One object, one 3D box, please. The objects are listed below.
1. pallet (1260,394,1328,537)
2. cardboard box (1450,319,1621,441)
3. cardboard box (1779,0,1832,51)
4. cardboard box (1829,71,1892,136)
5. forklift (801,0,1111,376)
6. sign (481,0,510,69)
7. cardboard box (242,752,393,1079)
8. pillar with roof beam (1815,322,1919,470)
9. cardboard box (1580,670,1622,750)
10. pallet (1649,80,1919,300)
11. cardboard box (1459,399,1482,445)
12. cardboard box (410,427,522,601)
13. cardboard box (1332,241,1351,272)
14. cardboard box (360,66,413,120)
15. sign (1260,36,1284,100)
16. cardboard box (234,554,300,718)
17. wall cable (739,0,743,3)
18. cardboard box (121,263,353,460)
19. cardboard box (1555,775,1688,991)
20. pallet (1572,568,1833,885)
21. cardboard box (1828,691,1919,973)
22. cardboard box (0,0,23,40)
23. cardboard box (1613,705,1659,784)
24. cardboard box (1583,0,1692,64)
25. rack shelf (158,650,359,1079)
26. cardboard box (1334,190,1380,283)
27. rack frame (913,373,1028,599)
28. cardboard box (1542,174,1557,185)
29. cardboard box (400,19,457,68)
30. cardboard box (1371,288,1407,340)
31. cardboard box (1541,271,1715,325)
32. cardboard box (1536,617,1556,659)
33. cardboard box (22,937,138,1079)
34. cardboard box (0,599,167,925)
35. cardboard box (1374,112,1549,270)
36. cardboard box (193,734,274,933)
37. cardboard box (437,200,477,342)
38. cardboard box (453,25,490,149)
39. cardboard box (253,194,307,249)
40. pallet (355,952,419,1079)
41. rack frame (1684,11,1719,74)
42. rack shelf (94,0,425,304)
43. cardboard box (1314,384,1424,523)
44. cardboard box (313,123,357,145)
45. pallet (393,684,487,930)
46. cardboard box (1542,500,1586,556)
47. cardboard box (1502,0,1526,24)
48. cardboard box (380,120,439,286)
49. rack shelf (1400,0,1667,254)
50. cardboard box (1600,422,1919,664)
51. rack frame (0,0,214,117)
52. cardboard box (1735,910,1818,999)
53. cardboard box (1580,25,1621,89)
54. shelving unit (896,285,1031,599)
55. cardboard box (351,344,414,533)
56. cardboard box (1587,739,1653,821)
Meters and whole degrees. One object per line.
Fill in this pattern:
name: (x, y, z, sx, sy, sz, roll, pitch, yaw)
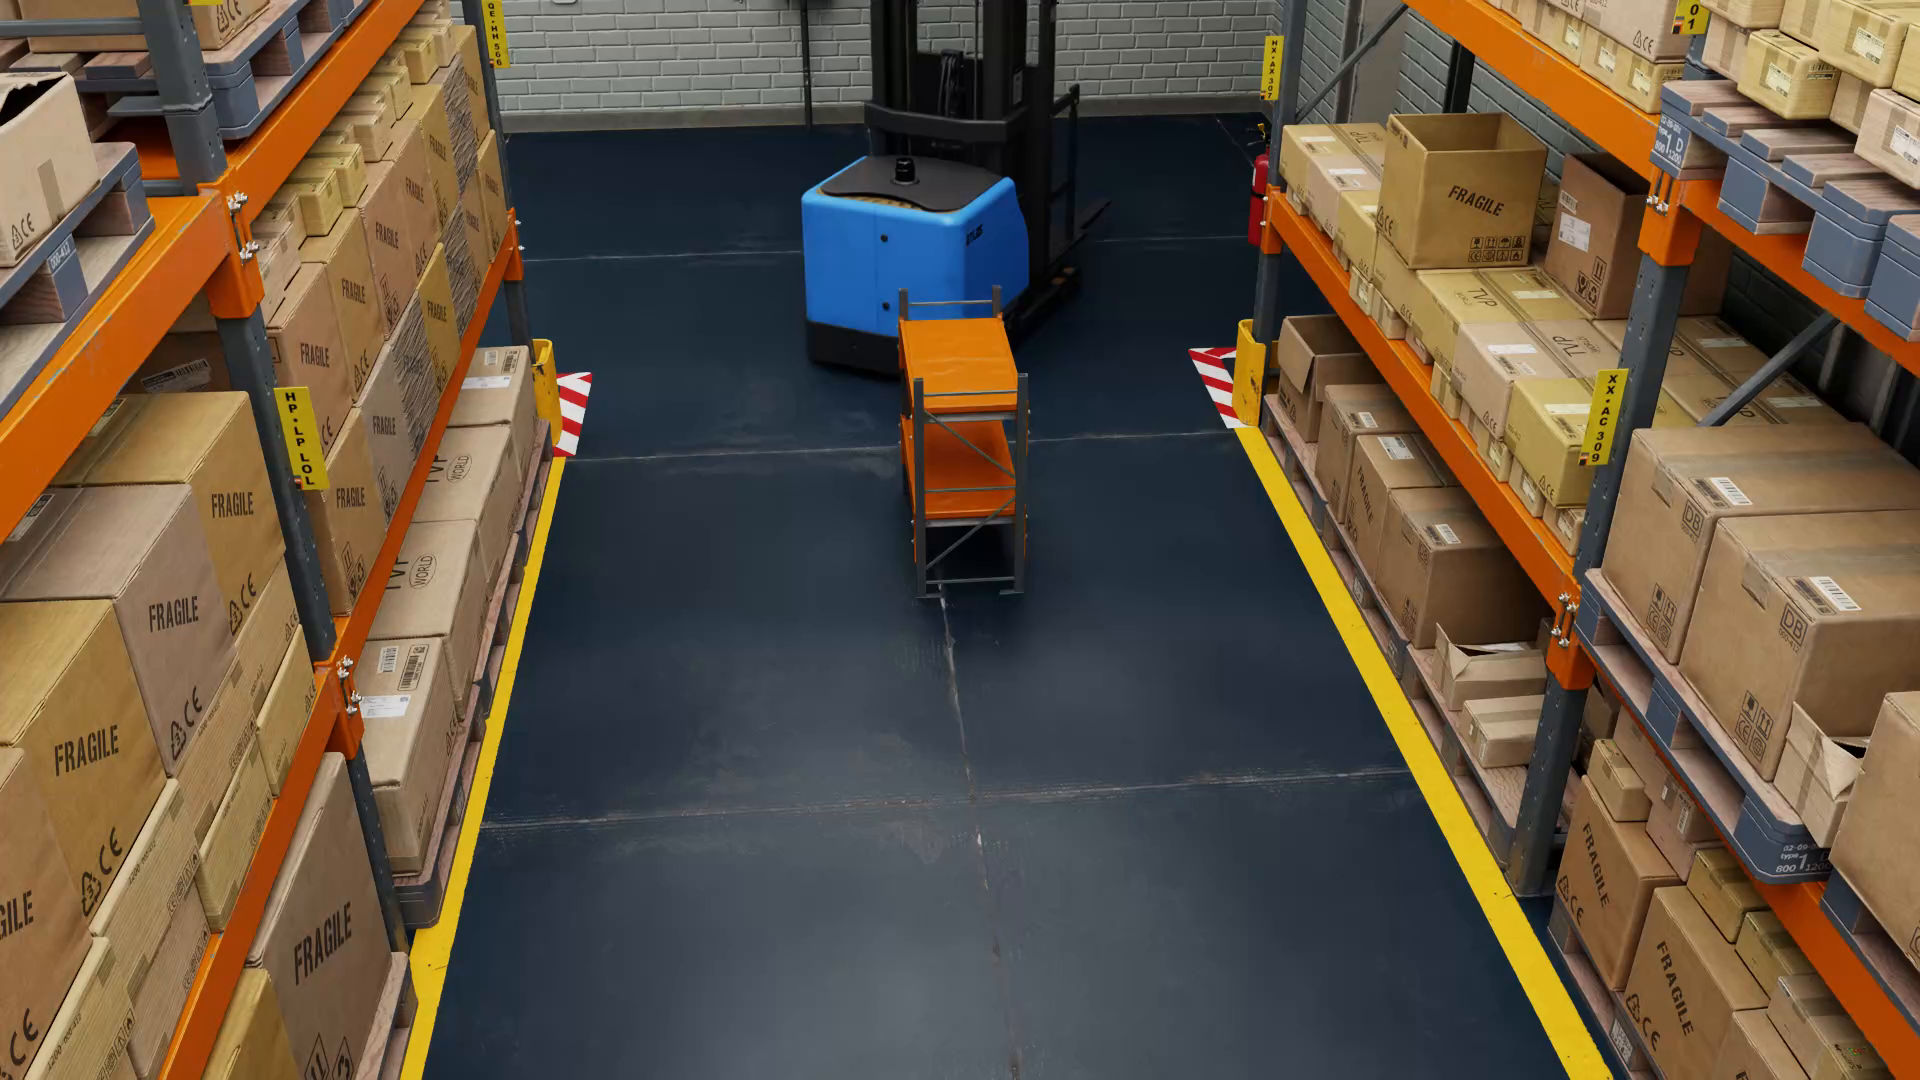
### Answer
pallet: (2.227, -0.432, 8.769, 1.003, 0.211, 1.213, -3, 31, -5)
cardboard box: (2.166, -0.600, 6.186, 0.500, 0.250, 0.500, -3, 31, -4)
cardboard box: (2.205, -1.258, 3.954, 0.380, 0.149, 0.250, -2, 31, -4)
cardboard box: (2.261, -1.006, 3.823, 0.380, 0.149, 0.250, -2, 31, -4)
forklift: (0.151, -2.889, 10.228, 1.130, 2.935, 3.031, 13, 33, 21)
sign: (-2.256, -2.454, 8.072, 0.100, 0.325, 0.005, -3, 31, -5)
cardboard box: (-2.286, 1.251, 4.893, 0.875, 0.875, 0.875, -2, 31, -3)
pillar with roof beam: (-0.936, -2.801, 4.164, 9.100, 9.000, 0.400, -3, 31, -5)
cardboard box: (2.692, 0.592, 6.546, 0.500, 0.311, 0.500, -2, 31, -3)
pallet: (2.509, -0.904, 4.097, 1.213, 0.211, 1.003, -3, 31, -5)
cardboard box: (2.145, -0.475, 6.365, 0.380, 0.149, 0.250, -2, 31, -3)
cardboard box: (-2.542, -0.117, 7.610, 0.875, 0.438, 0.875, -2, 31, -3)
cardboard box: (1.994, -1.395, 7.905, 0.380, 0.149, 0.250, -2, 31, -3)
cardboard box: (-2.390, -1.764, 6.573, 0.380, 0.149, 0.250, -2, 31, -3)
sign: (1.604, -2.421, 8.534, 0.100, 0.325, 0.005, -3, 31, -5)
cardboard box: (-2.140, 0.270, 4.532, 0.500, 0.250, 0.500, -3, 31, -5)
wall cable: (-1.936, -5.224, 13.079, 0.588, 1.984, 0.122, -3, 31, -5)
cardboard box: (-2.227, -0.521, 5.124, 0.500, 0.500, 0.500, -3, 31, -4)
cardboard box: (2.339, 1.117, 5.482, 0.500, 0.500, 0.500, -1, 31, -2)
pallet: (2.484, 0.462, 4.738, 1.003, 0.211, 1.213, -3, 31, -5)
cardboard box: (2.462, 0.666, 3.702, 0.700, 0.500, 0.500, -3, 31, -5)
cardboard box: (-2.802, -1.558, 4.632, 0.396, 0.266, 0.258, -2, 31, -3)
cardboard box: (2.347, 0.646, 5.348, 0.380, 0.149, 0.250, -3, 31, -5)
cardboard box: (2.224, -1.619, 4.966, 0.500, 0.250, 0.500, -3, 31, -4)
rack shelf: (-2.237, 1.536, 3.454, 1.077, 0.370, 4.000, -3, 31, -5)
cardboard box: (2.017, -1.378, 7.489, 0.500, 0.250, 0.500, -3, 31, -6)
rack frame: (0.047, -0.227, 7.533, 0.500, 1.125, 0.032, -3, 31, -5)
cardboard box: (2.499, -1.653, 7.949, 0.500, 0.250, 0.500, -3, 31, -4)
cardboard box: (-2.409, -2.157, 7.230, 0.380, 0.149, 0.250, -3, 31, -5)
cardboard box: (2.018, -0.993, 7.233, 0.380, 0.149, 0.250, -2, 31, -3)
cardboard box: (2.641, -0.882, 6.657, 0.500, 0.250, 0.500, -2, 31, -4)
cardboard box: (2.651, 0.440, 6.958, 0.380, 0.149, 0.250, -3, 31, -5)
cardboard box: (-1.967, 1.049, 3.227, 0.500, 0.250, 0.500, -2, 31, -4)
cardboard box: (-2.048, 0.474, 3.459, 0.500, 0.500, 0.500, -2, 31, -3)
cardboard box: (2.059, -1.450, 6.878, 0.500, 0.500, 0.500, -2, 31, -3)
cardboard box: (-2.084, 0.748, 4.219, 0.500, 0.250, 0.500, -3, 31, -5)
cardboard box: (-2.399, -1.126, 7.113, 0.500, 0.500, 0.500, -2, 31, -3)
cardboard box: (-2.515, -2.073, 7.723, 0.500, 0.500, 0.500, -2, 31, -3)
cardboard box: (-2.300, -0.977, 5.255, 0.380, 0.149, 0.250, -3, 31, -5)
pallet: (-2.276, 1.794, 5.041, 1.003, 0.211, 1.213, -3, 31, -5)
rack frame: (2.518, -2.609, 3.842, 1.000, 3.000, 0.127, -3, 31, -5)
rack shelf: (-2.610, -1.794, 6.104, 1.077, 0.370, 4.000, -3, 31, -5)
cardboard box: (2.148, -0.428, 8.069, 0.700, 0.500, 0.500, -2, 31, -3)
cardboard box: (-2.364, -1.368, 5.909, 0.380, 0.149, 0.250, -3, 31, -5)
pallet: (-2.417, 1.012, 6.351, 1.003, 0.211, 1.213, -3, 31, -5)
cardboard box: (2.237, -0.076, 5.697, 0.380, 0.149, 0.250, -2, 31, -4)
cardboard box: (2.140, -1.909, 5.840, 0.380, 0.149, 0.250, -2, 31, -3)
cardboard box: (-2.349, -1.298, 6.426, 0.500, 0.500, 0.500, -3, 31, -5)
rack shelf: (2.331, -2.033, 6.505, 1.077, 0.370, 4.000, -3, 31, -5)
cardboard box: (2.341, 0.001, 4.816, 0.700, 0.500, 0.500, -2, 31, -3)
rack frame: (-2.423, -2.369, 3.441, 1.000, 3.000, 0.127, -3, 31, -5)
cardboard box: (2.464, 1.184, 4.738, 0.380, 0.149, 0.250, -3, 31, -5)
cardboard box: (2.171, -1.508, 5.169, 0.380, 0.149, 0.250, -3, 31, -5)
shelving unit: (-0.001, -0.486, 7.967, 0.538, 1.125, 1.048, -3, 31, -5)
cardboard box: (-2.250, -0.346, 5.806, 0.500, 0.500, 0.500, -3, 31, -4)
cardboard box: (2.287, 0.777, 5.420, 0.380, 0.149, 0.250, -1, 31, -2)
